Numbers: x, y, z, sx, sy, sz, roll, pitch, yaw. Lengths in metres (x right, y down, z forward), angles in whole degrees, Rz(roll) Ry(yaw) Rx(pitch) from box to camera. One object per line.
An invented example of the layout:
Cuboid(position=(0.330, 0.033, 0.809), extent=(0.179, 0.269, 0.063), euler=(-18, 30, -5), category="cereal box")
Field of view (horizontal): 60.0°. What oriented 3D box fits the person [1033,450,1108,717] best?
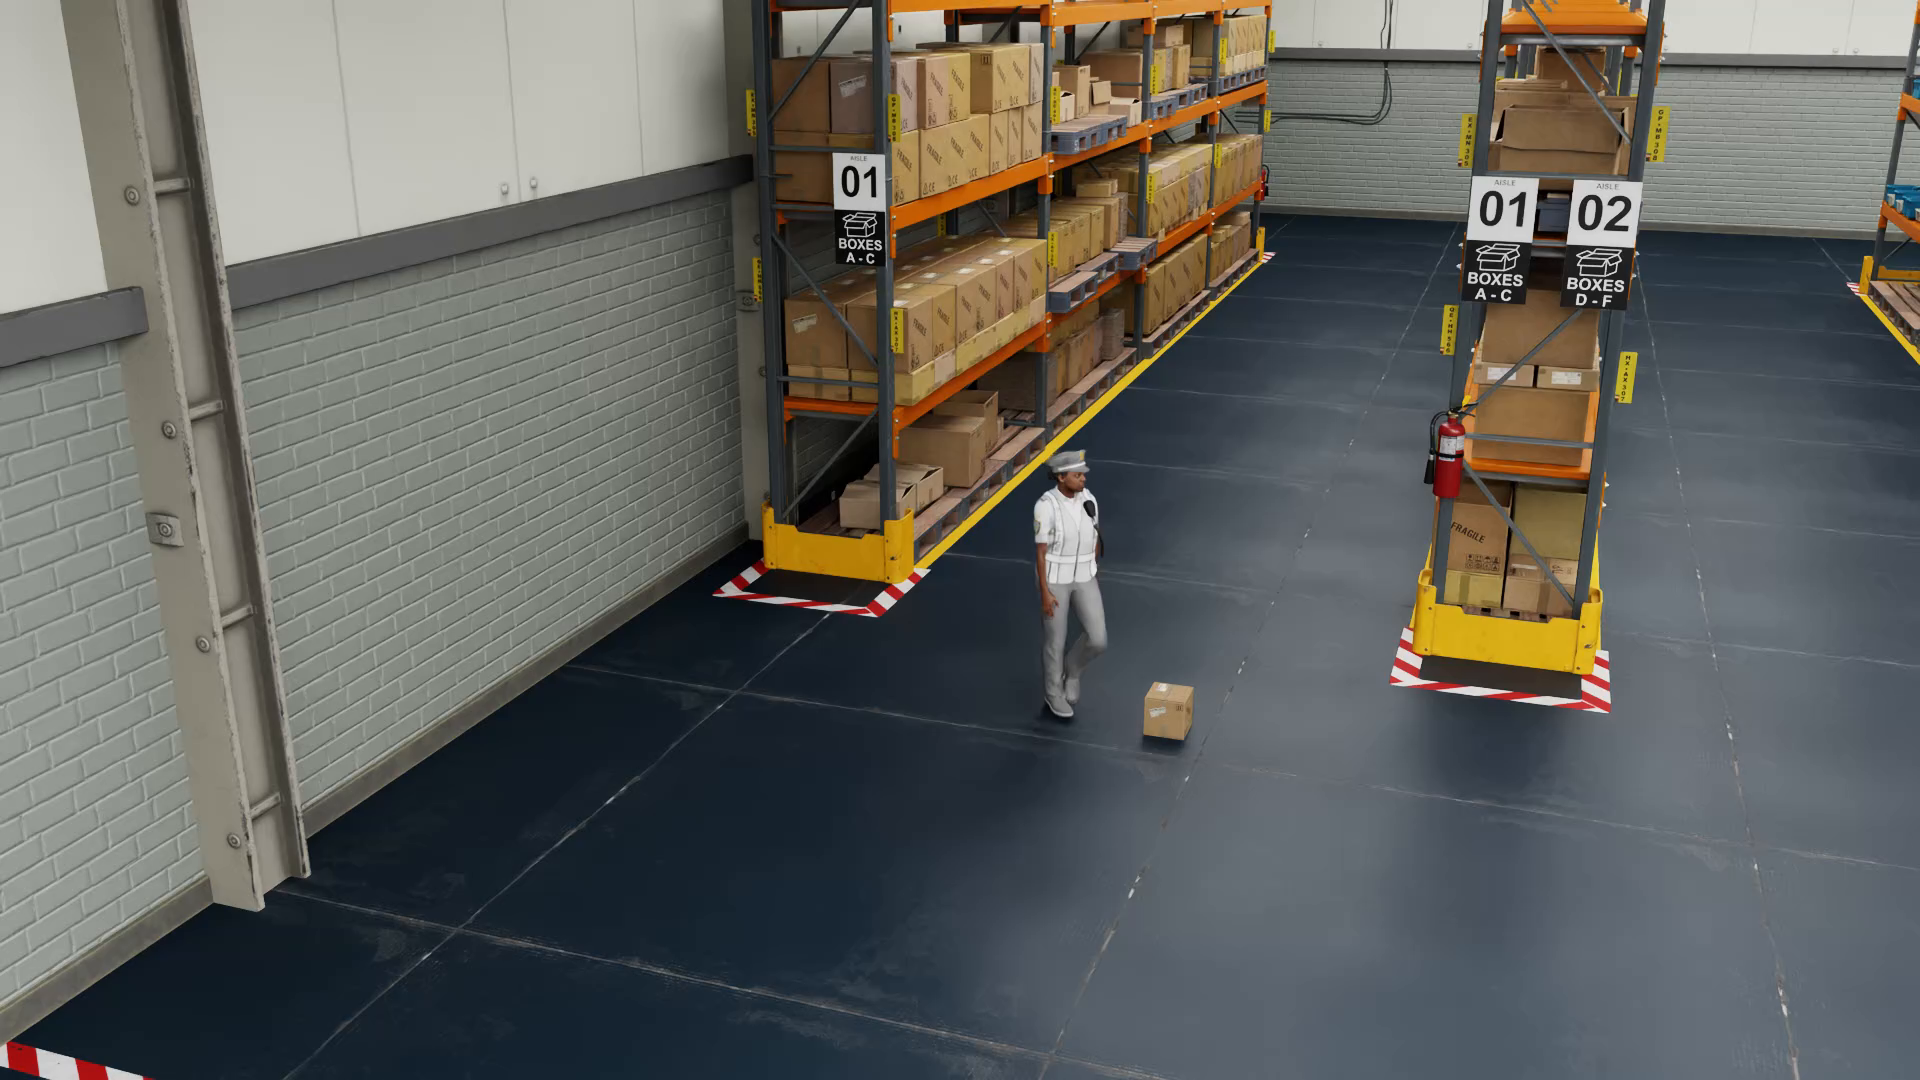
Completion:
Cuboid(position=(0.679, 0.265, 10.199), extent=(0.456, 1.688, 0.439), euler=(-7, 20, -20), category="person")
